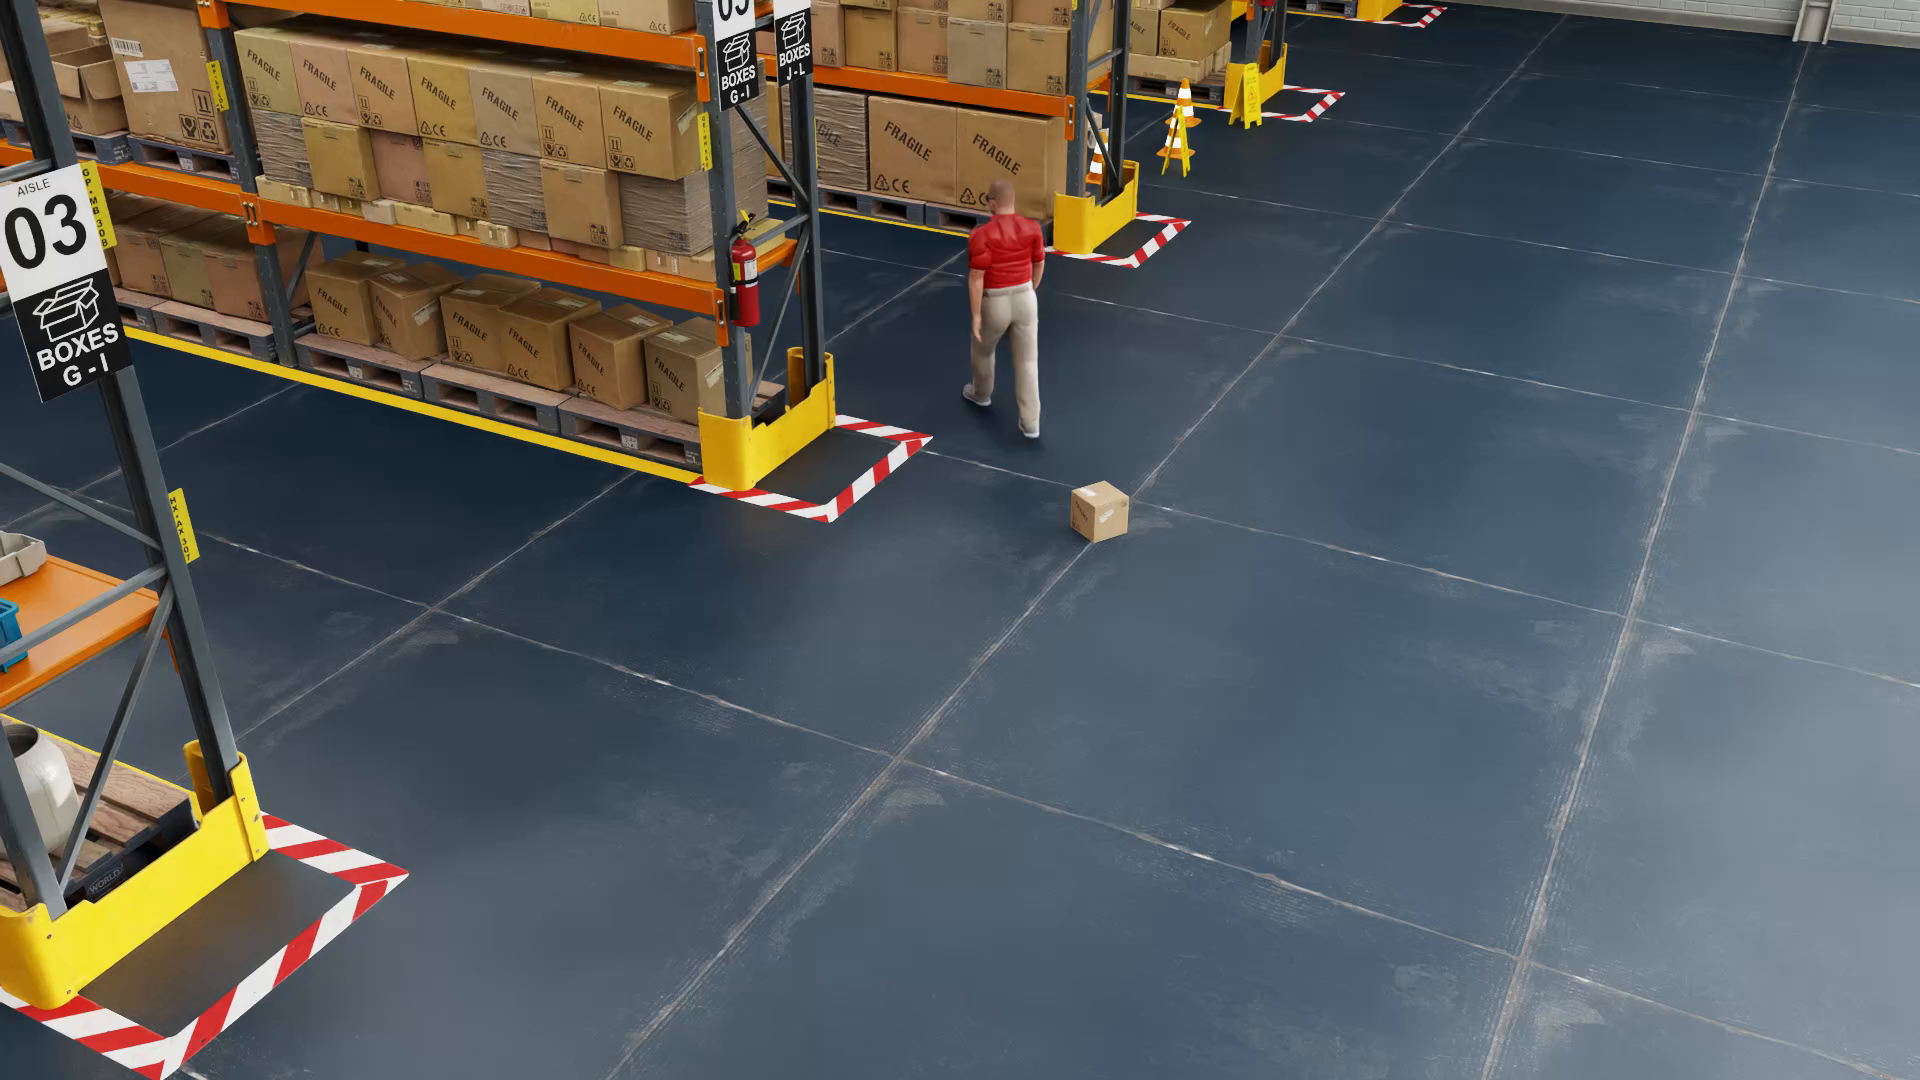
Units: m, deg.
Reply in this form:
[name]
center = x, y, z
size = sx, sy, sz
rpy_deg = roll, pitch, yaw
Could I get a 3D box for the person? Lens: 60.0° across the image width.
[person]
center = 0.282, -1.580, 11.042
size = 0.558, 1.685, 0.971
rpy_deg = -8, 31, -13
